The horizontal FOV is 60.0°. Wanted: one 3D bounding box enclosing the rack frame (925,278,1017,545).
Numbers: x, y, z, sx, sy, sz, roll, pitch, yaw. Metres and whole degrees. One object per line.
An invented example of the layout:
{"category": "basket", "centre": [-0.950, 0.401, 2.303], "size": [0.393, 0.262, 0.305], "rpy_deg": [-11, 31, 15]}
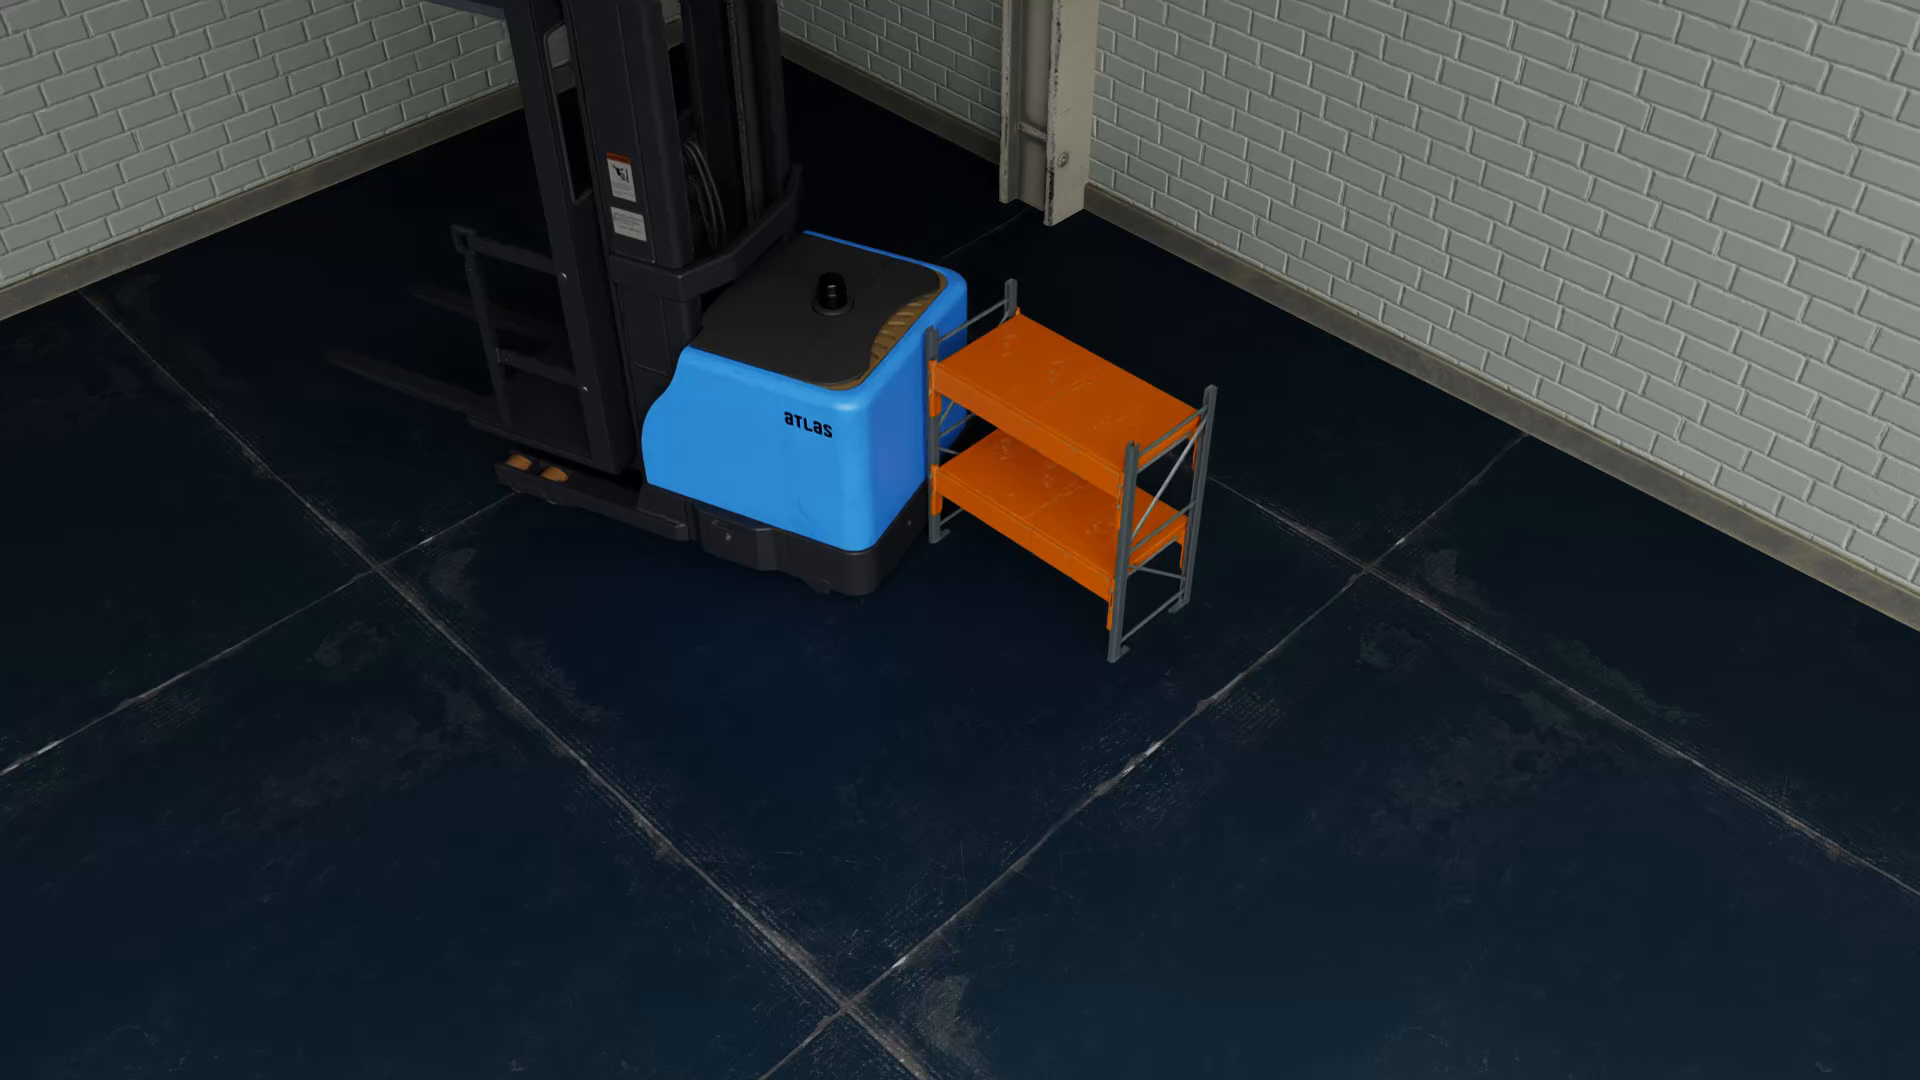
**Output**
{"category": "rack frame", "centre": [0.048, -0.522, 6.986], "size": [0.032, 1.125, 0.500], "rpy_deg": [33, 52, 31]}

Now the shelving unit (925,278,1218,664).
{"category": "shelving unit", "centre": [0.414, -0.282, 6.726], "size": [1.048, 1.125, 0.538], "rpy_deg": [33, 52, 31]}

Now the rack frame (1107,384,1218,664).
{"category": "rack frame", "centre": [0.779, -0.042, 6.467], "size": [0.032, 1.125, 0.500], "rpy_deg": [33, 52, 31]}

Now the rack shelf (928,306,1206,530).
{"category": "rack shelf", "centre": [0.414, -0.497, 6.528], "size": [1.000, 0.278, 0.538], "rpy_deg": [33, 52, 31]}

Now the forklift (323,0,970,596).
{"category": "forklift", "centre": [-1.510, -1.538, 6.754], "size": [3.031, 2.935, 1.130], "rpy_deg": [18, 46, 19]}

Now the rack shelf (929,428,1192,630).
{"category": "rack shelf", "centre": [0.414, -0.102, 6.892], "size": [1.000, 0.278, 0.538], "rpy_deg": [33, 52, 31]}

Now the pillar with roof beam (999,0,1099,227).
{"category": "pillar with roof beam", "centre": [-2.586, -3.124, 4.000], "size": [9.100, 9.000, 0.400], "rpy_deg": [-34, 53, -31]}
